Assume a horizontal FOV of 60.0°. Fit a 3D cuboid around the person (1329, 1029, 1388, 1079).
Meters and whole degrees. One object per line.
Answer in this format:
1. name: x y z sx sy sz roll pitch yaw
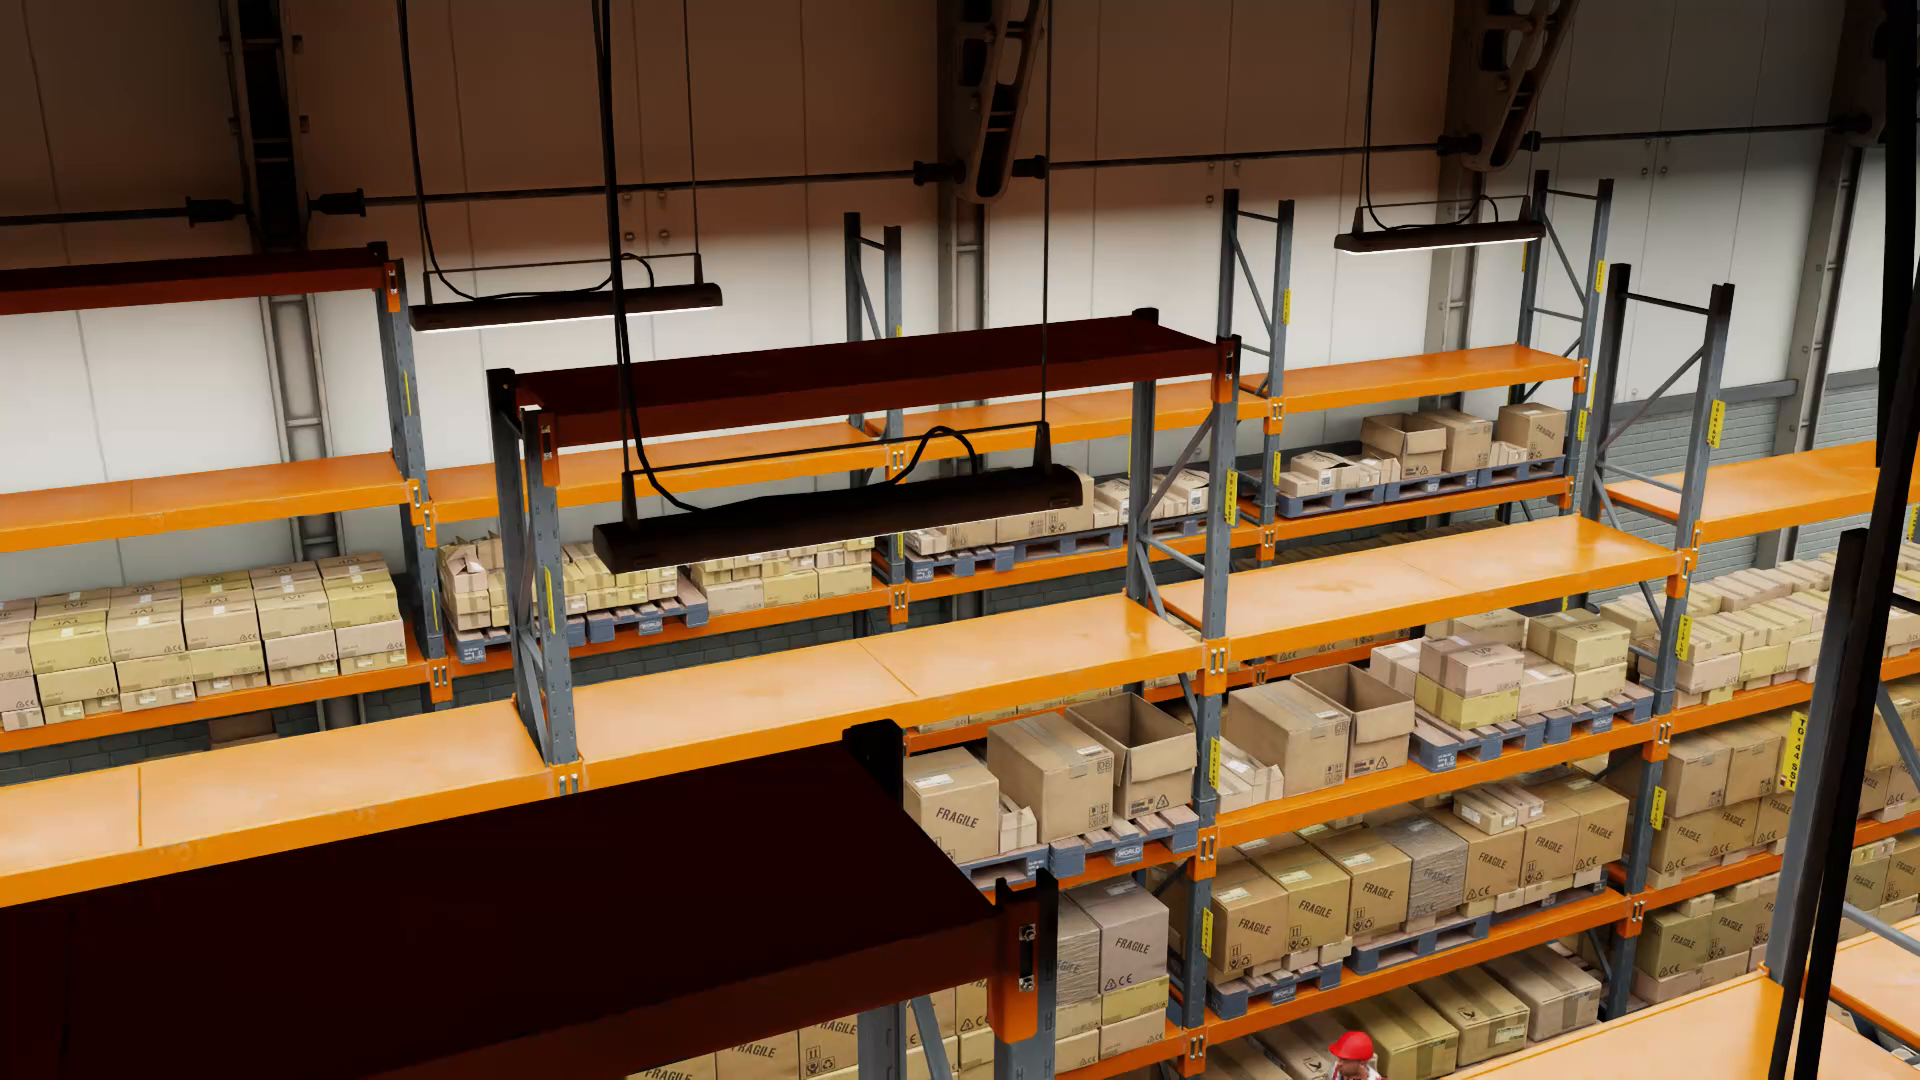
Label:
1. person: 2.490 3.871 10.495 0.403 1.730 0.595 -10 21 -26
